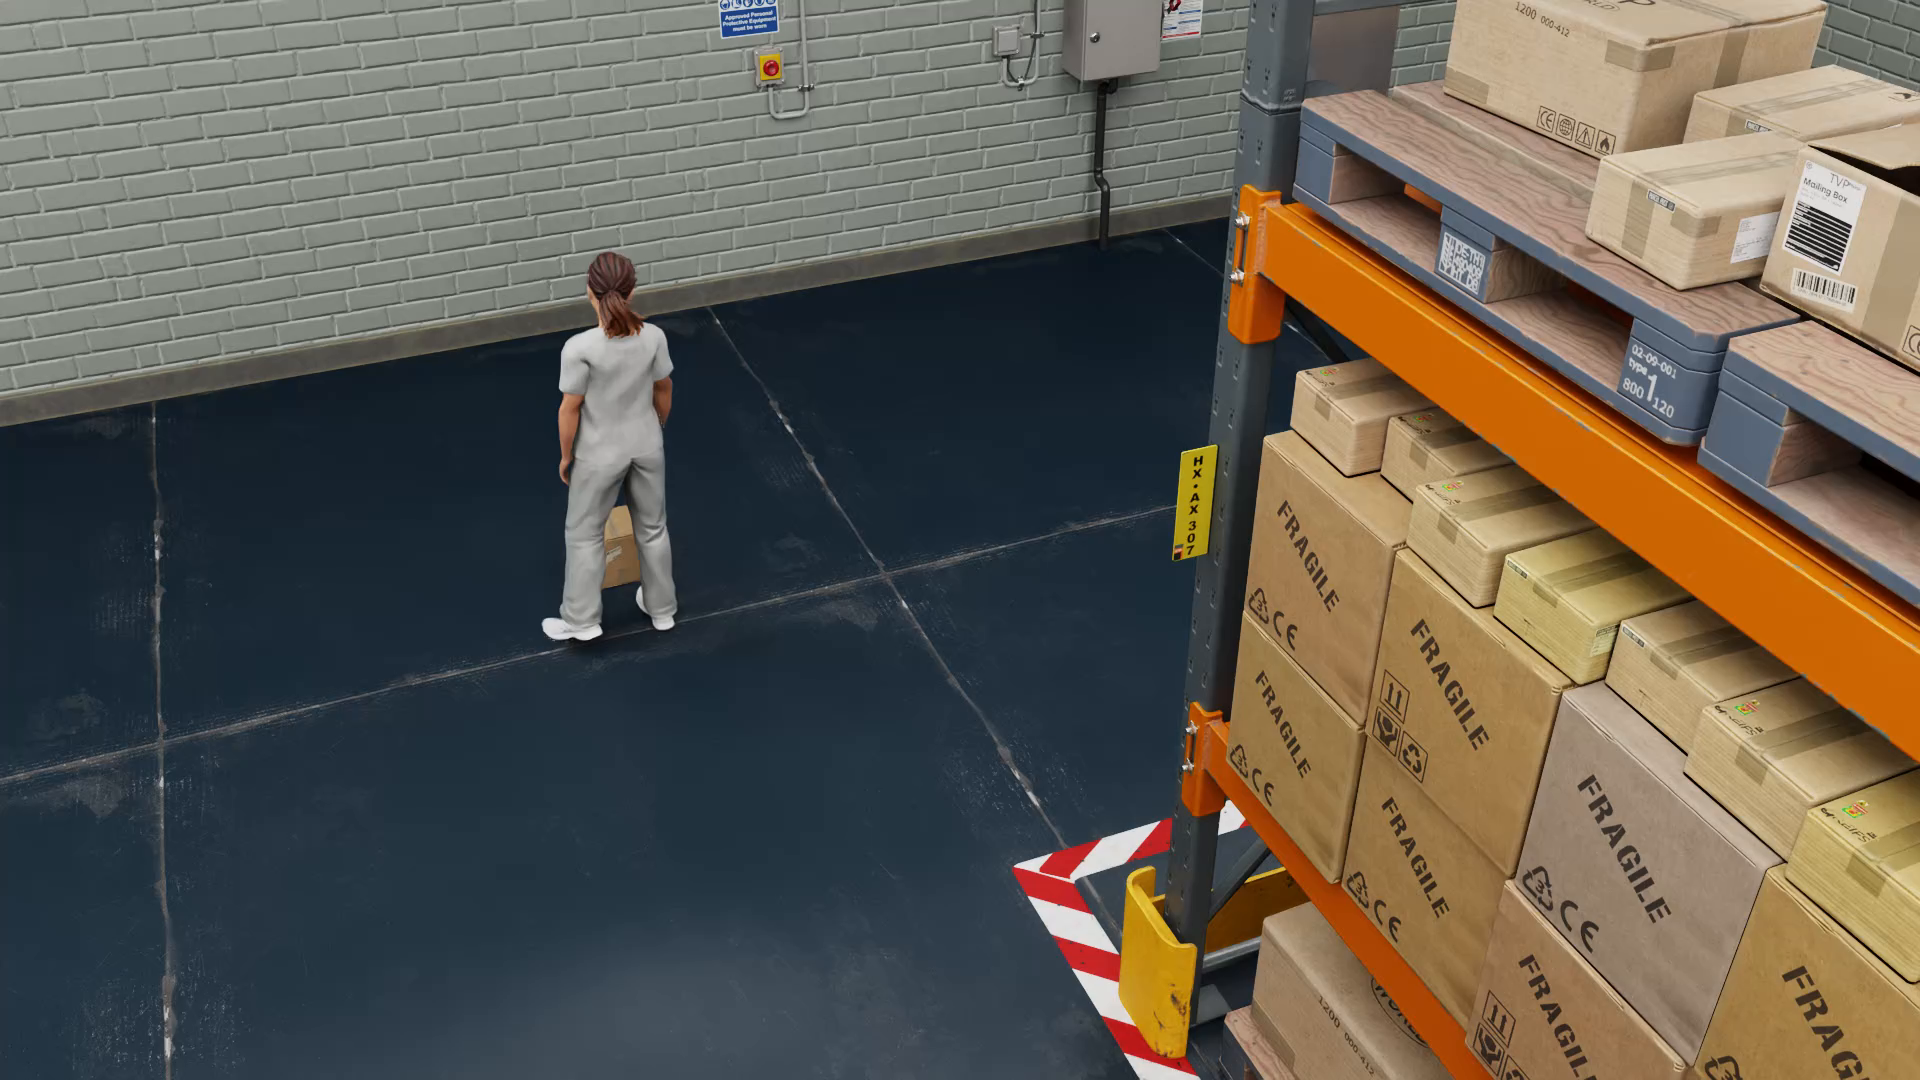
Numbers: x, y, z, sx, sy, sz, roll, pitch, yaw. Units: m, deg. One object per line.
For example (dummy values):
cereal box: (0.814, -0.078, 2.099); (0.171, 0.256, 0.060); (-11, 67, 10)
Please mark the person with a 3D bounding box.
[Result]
person: (-1.415, -0.327, 6.616); (0.627, 1.692, 0.415); (-20, 38, -27)
